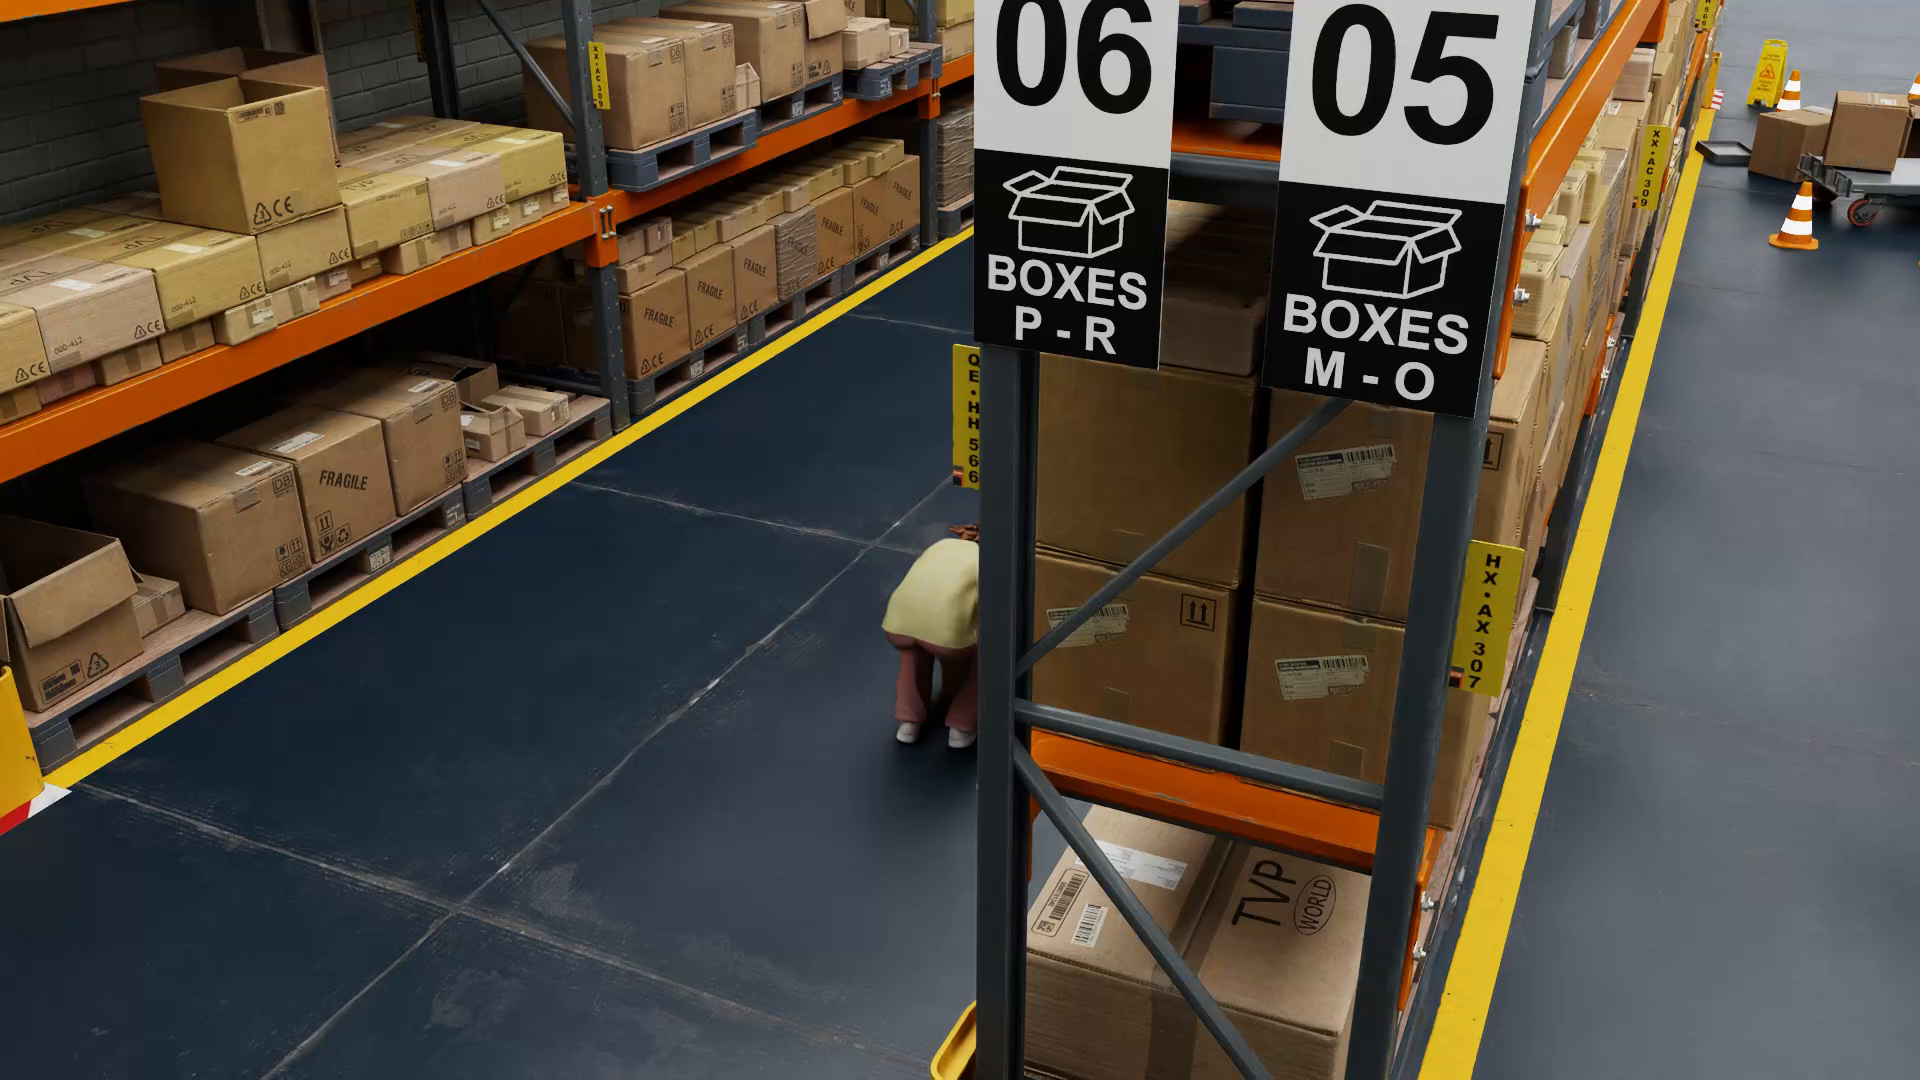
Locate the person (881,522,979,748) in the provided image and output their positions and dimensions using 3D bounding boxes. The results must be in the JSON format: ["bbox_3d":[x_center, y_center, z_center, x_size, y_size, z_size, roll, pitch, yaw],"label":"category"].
[{"bbox_3d":[-0.012,0.357,6.447,0.460,0.773,0.866,10,28,20],"label":"person"}]
